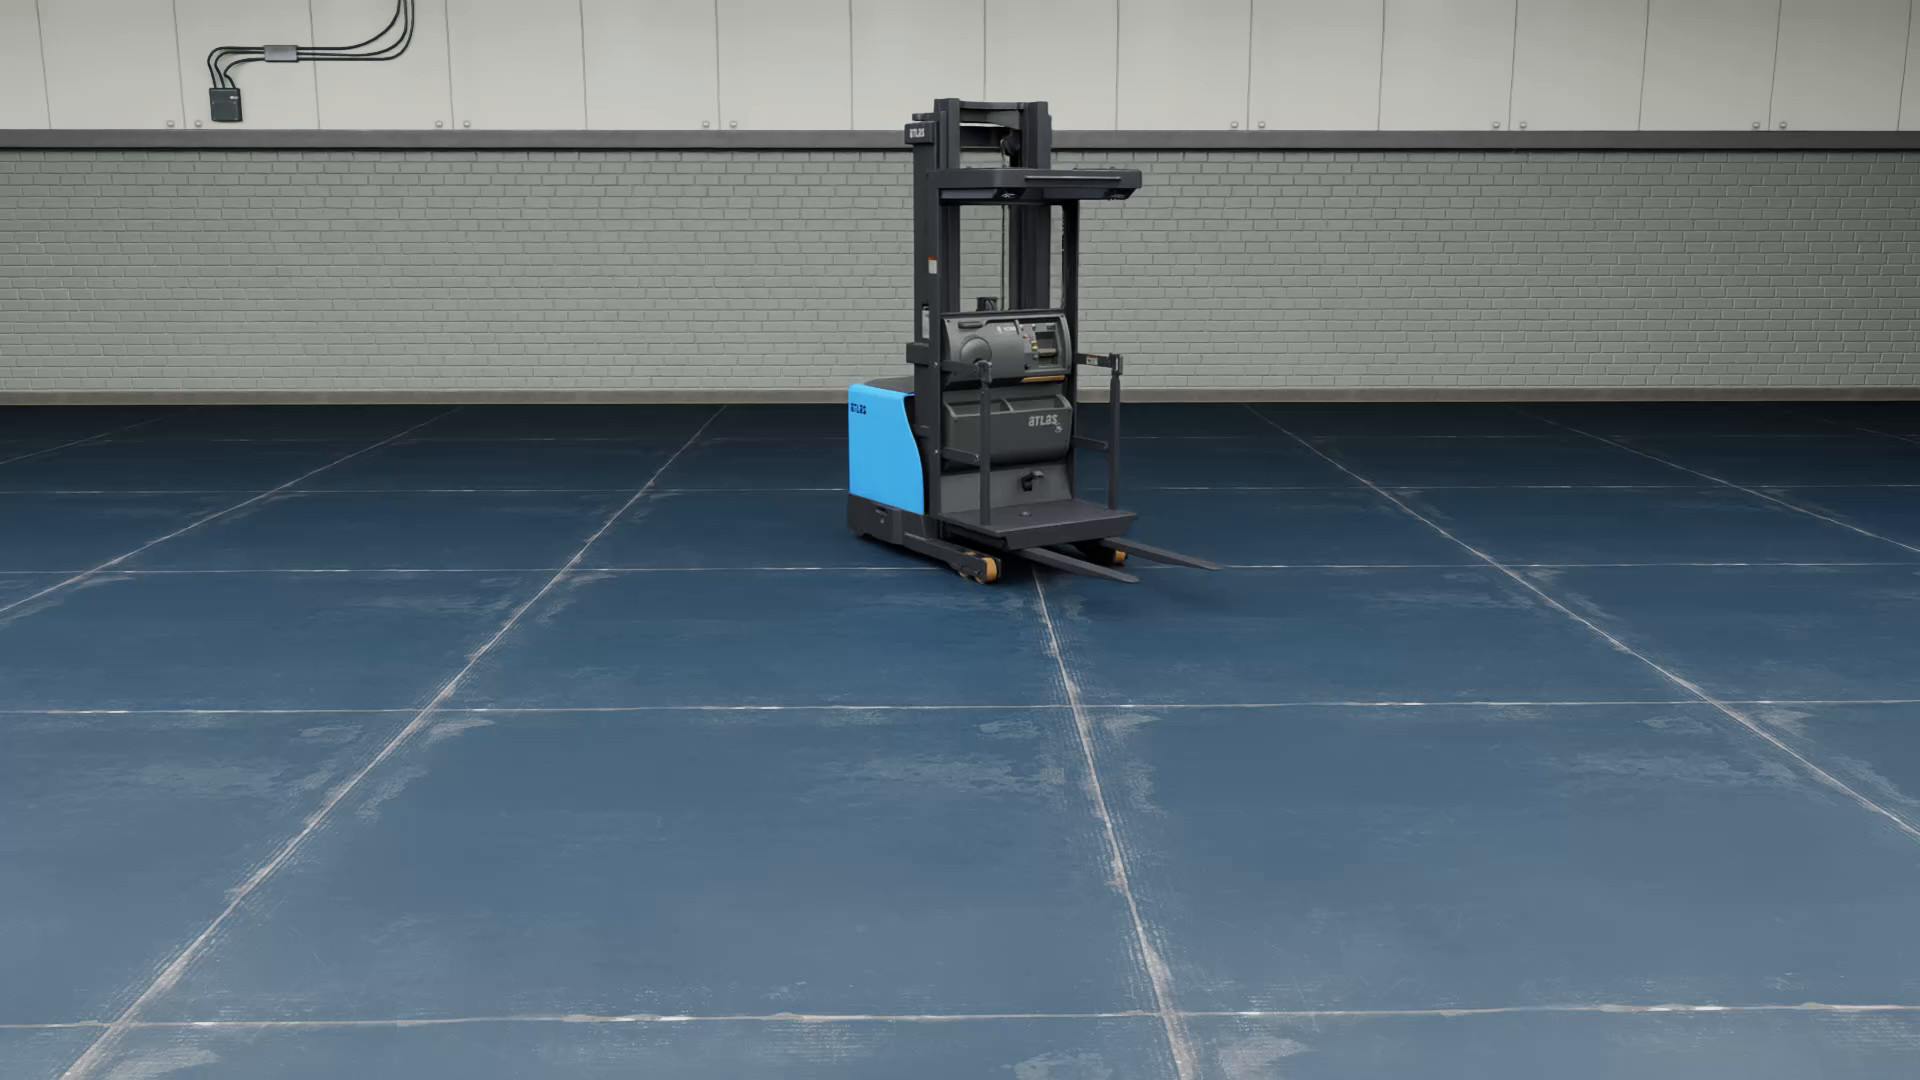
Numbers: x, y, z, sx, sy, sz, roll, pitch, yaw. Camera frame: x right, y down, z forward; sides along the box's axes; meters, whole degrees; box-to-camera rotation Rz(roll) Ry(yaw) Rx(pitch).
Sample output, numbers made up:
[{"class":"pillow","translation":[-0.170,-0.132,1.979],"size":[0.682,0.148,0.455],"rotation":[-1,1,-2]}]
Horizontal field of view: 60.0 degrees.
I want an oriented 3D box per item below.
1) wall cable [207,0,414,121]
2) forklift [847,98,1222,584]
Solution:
[{"class":"wall cable","translation":[-7.215,-7.644,18.050],"size":[2.305,6.003,0.169],"rotation":[0,11,-1]},{"class":"forklift","translation":[0.427,-1.273,10.464],"size":[1.130,2.935,3.031],"rotation":[-7,14,-32]}]
